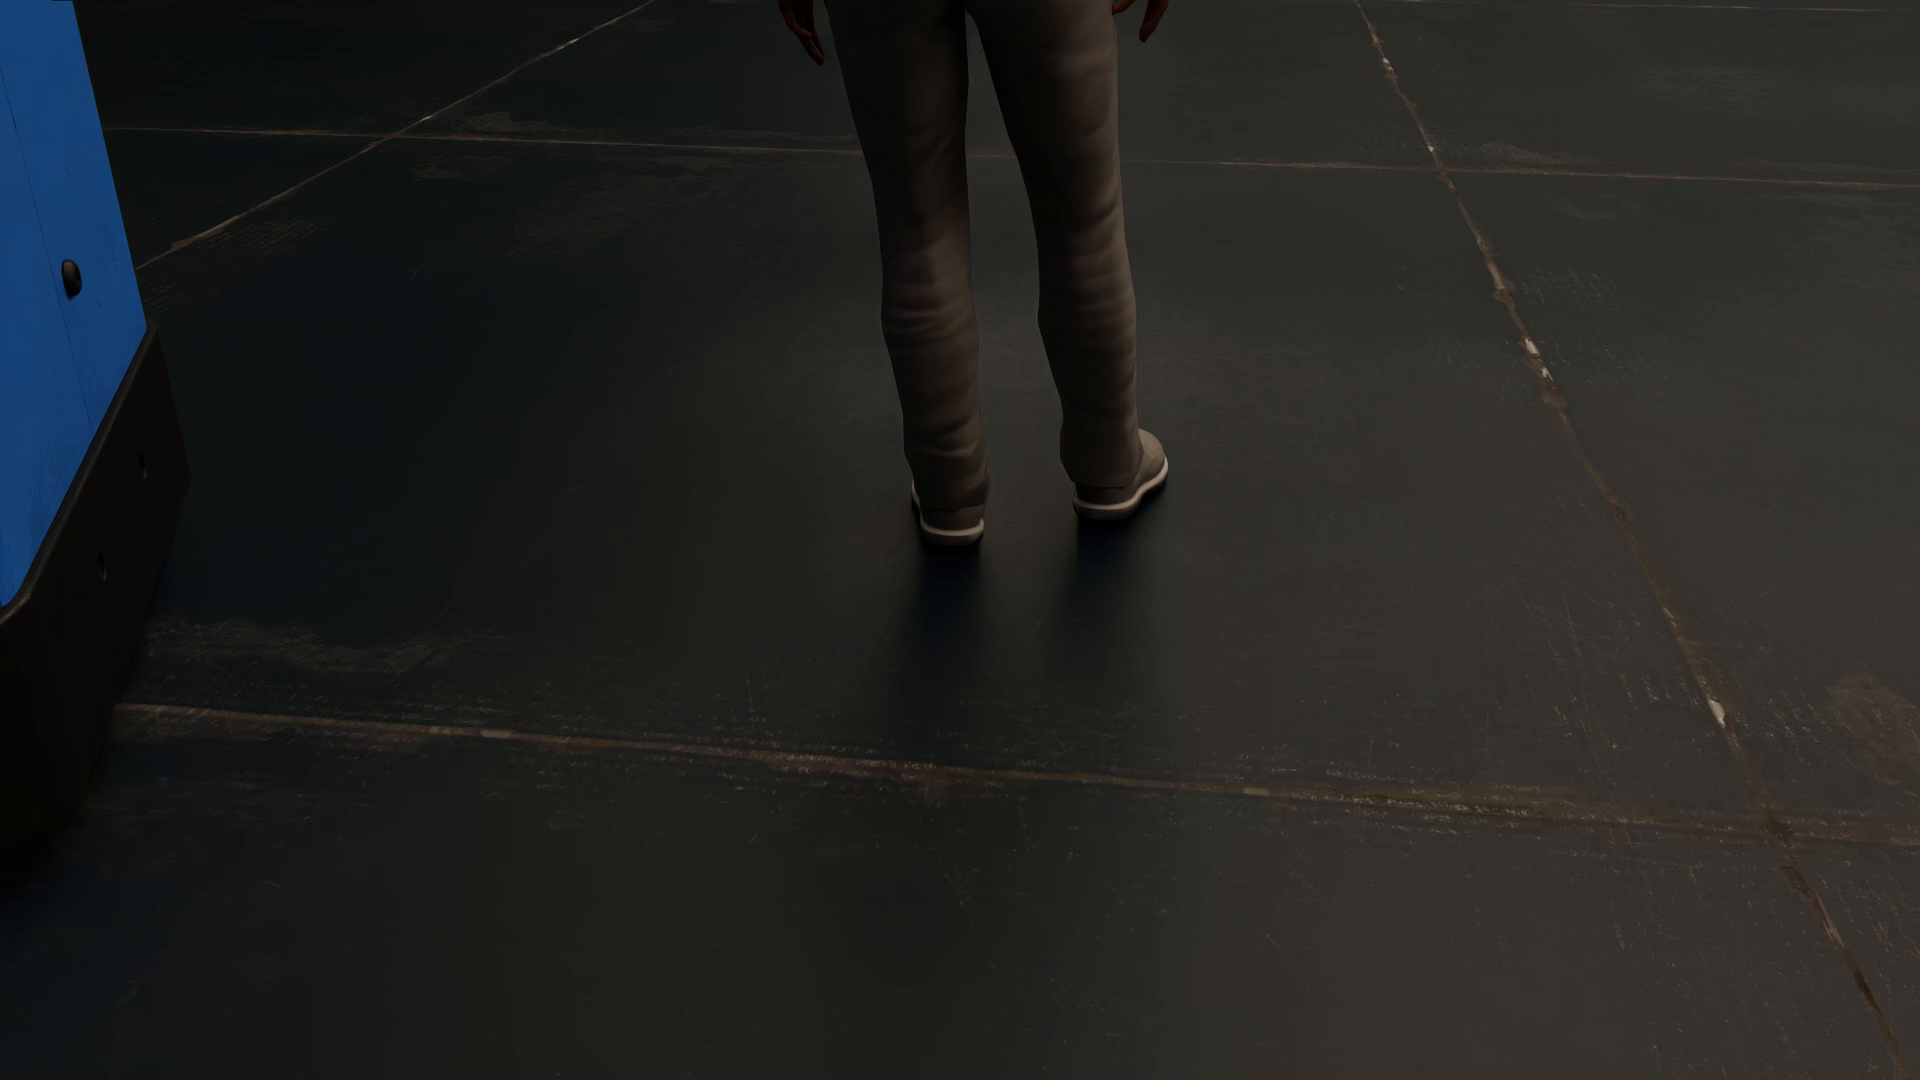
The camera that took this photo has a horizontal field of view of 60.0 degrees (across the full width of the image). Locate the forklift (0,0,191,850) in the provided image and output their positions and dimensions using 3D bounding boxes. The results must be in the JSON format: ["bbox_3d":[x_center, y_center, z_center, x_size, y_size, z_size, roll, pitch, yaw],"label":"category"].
[{"bbox_3d":[-2.517,-0.979,1.180,3.031,2.935,1.130,-7,27,-14],"label":"forklift"}]

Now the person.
[{"bbox_3d":[0.030,-0.797,2.183,0.569,1.694,0.529,3,27,7],"label":"person"}]
